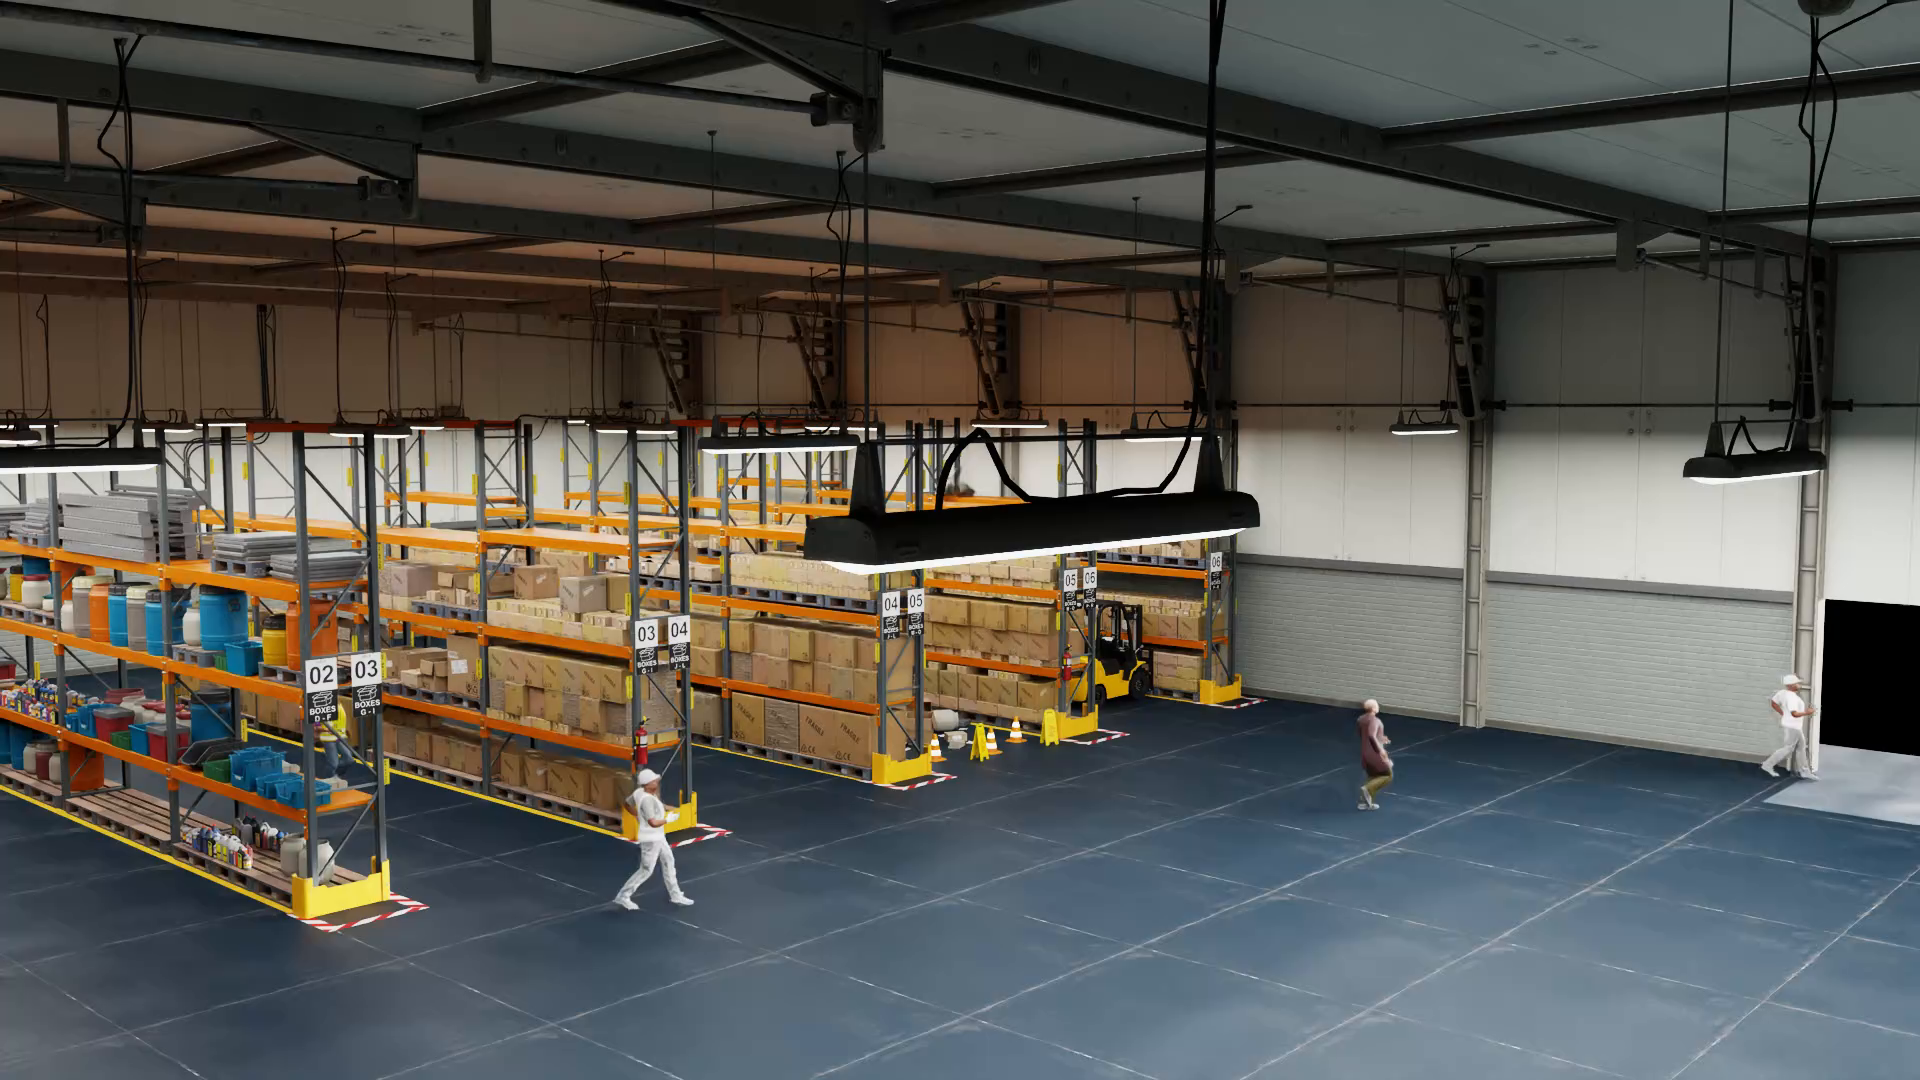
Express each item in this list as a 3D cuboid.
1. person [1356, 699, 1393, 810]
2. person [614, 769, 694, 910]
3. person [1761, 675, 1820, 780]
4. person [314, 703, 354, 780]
[{"bbox_3d":[6.474,3.385,25.930,0.623,1.651,0.701,-1,5,-17],"label":"person"},{"bbox_3d":[-3.824,3.732,20.755,0.988,1.776,0.689,-1,5,-13],"label":"person"},{"bbox_3d":[13.954,3.136,27.870,0.920,1.765,0.698,2,5,20],"label":"person"},{"bbox_3d":[-10.113,3.253,26.983,0.626,1.750,0.680,3,5,30],"label":"person"}]
